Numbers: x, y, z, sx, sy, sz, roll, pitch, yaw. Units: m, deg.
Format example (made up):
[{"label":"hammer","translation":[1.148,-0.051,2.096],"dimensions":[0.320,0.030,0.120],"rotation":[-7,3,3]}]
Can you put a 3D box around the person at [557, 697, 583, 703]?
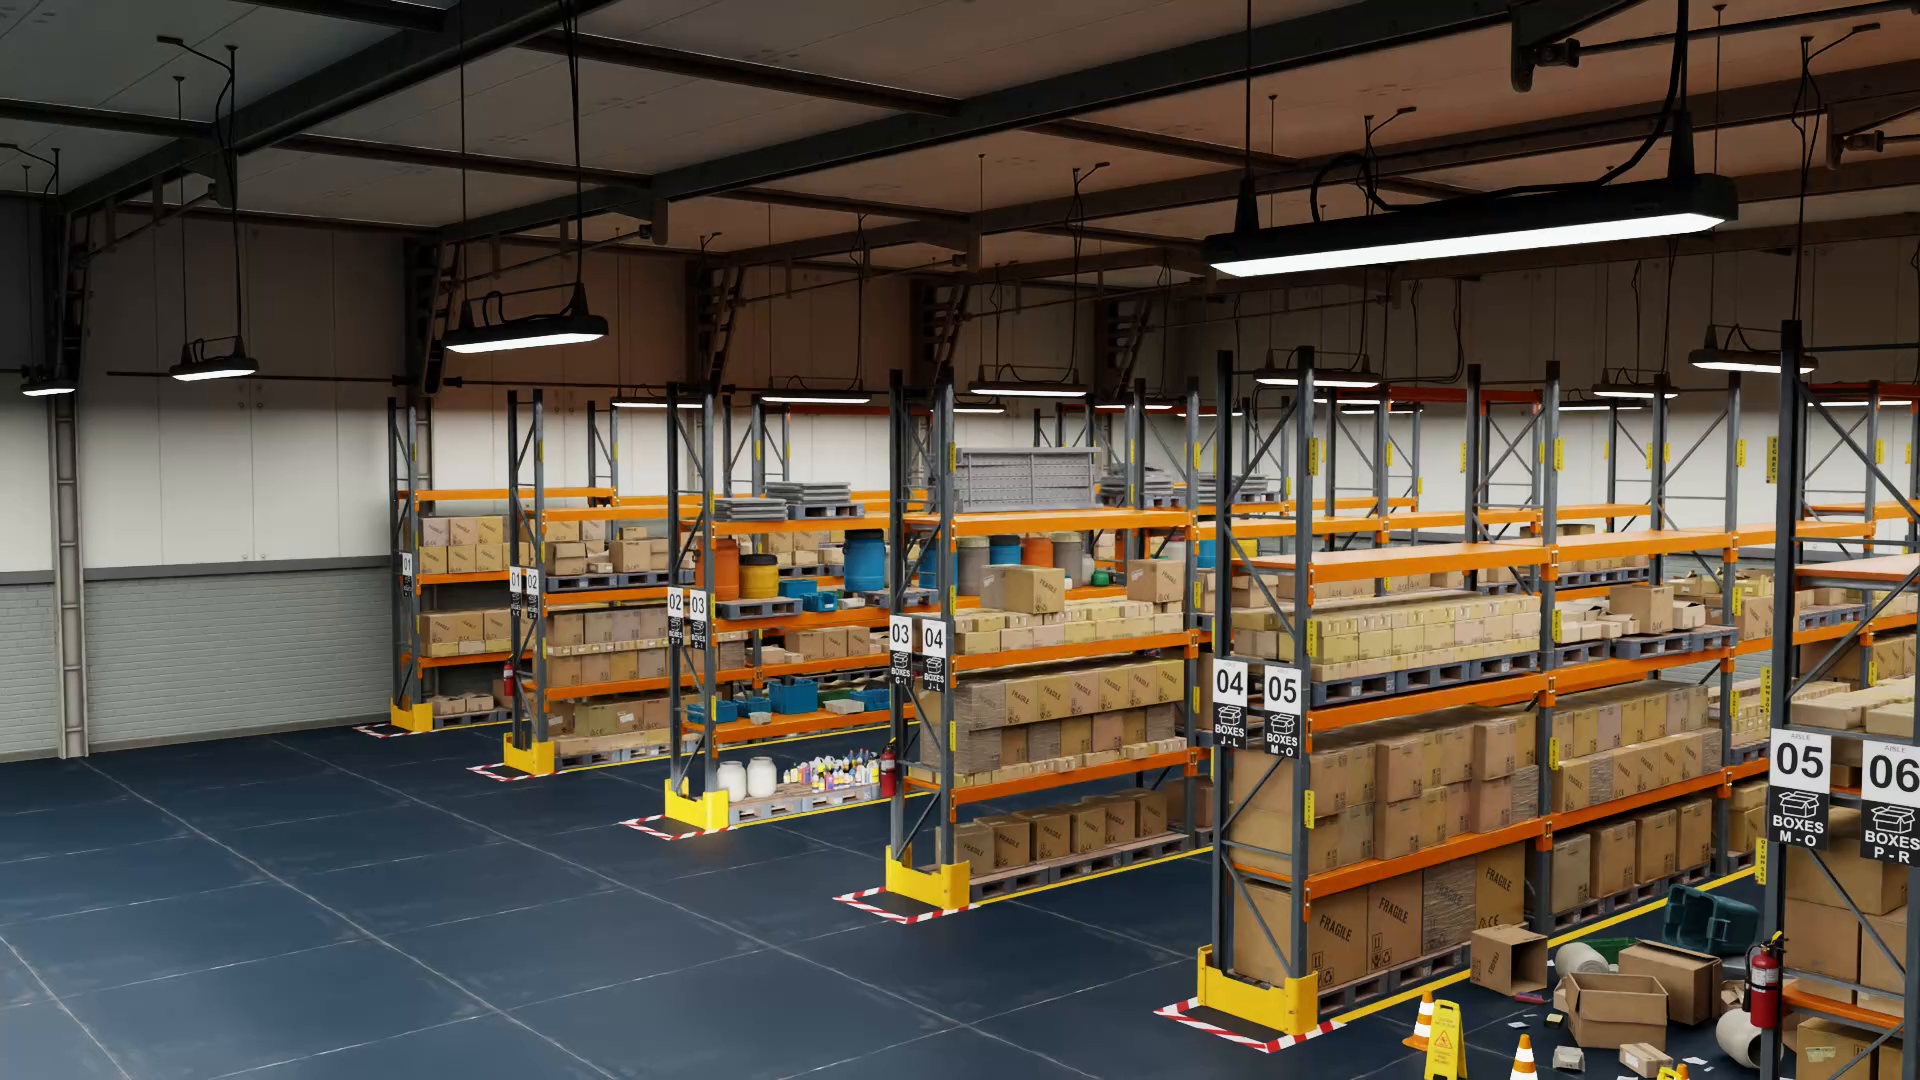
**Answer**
[{"label":"person","translation":[-6.923,2.623,29.329],"dimensions":[0.477,1.605,1.047],"rotation":[1,3,18]}]

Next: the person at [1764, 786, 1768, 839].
[{"label":"person","translation":[9.138,3.274,18.407],"dimensions":[0.479,1.642,0.511],"rotation":[-2,4,-31]}]
